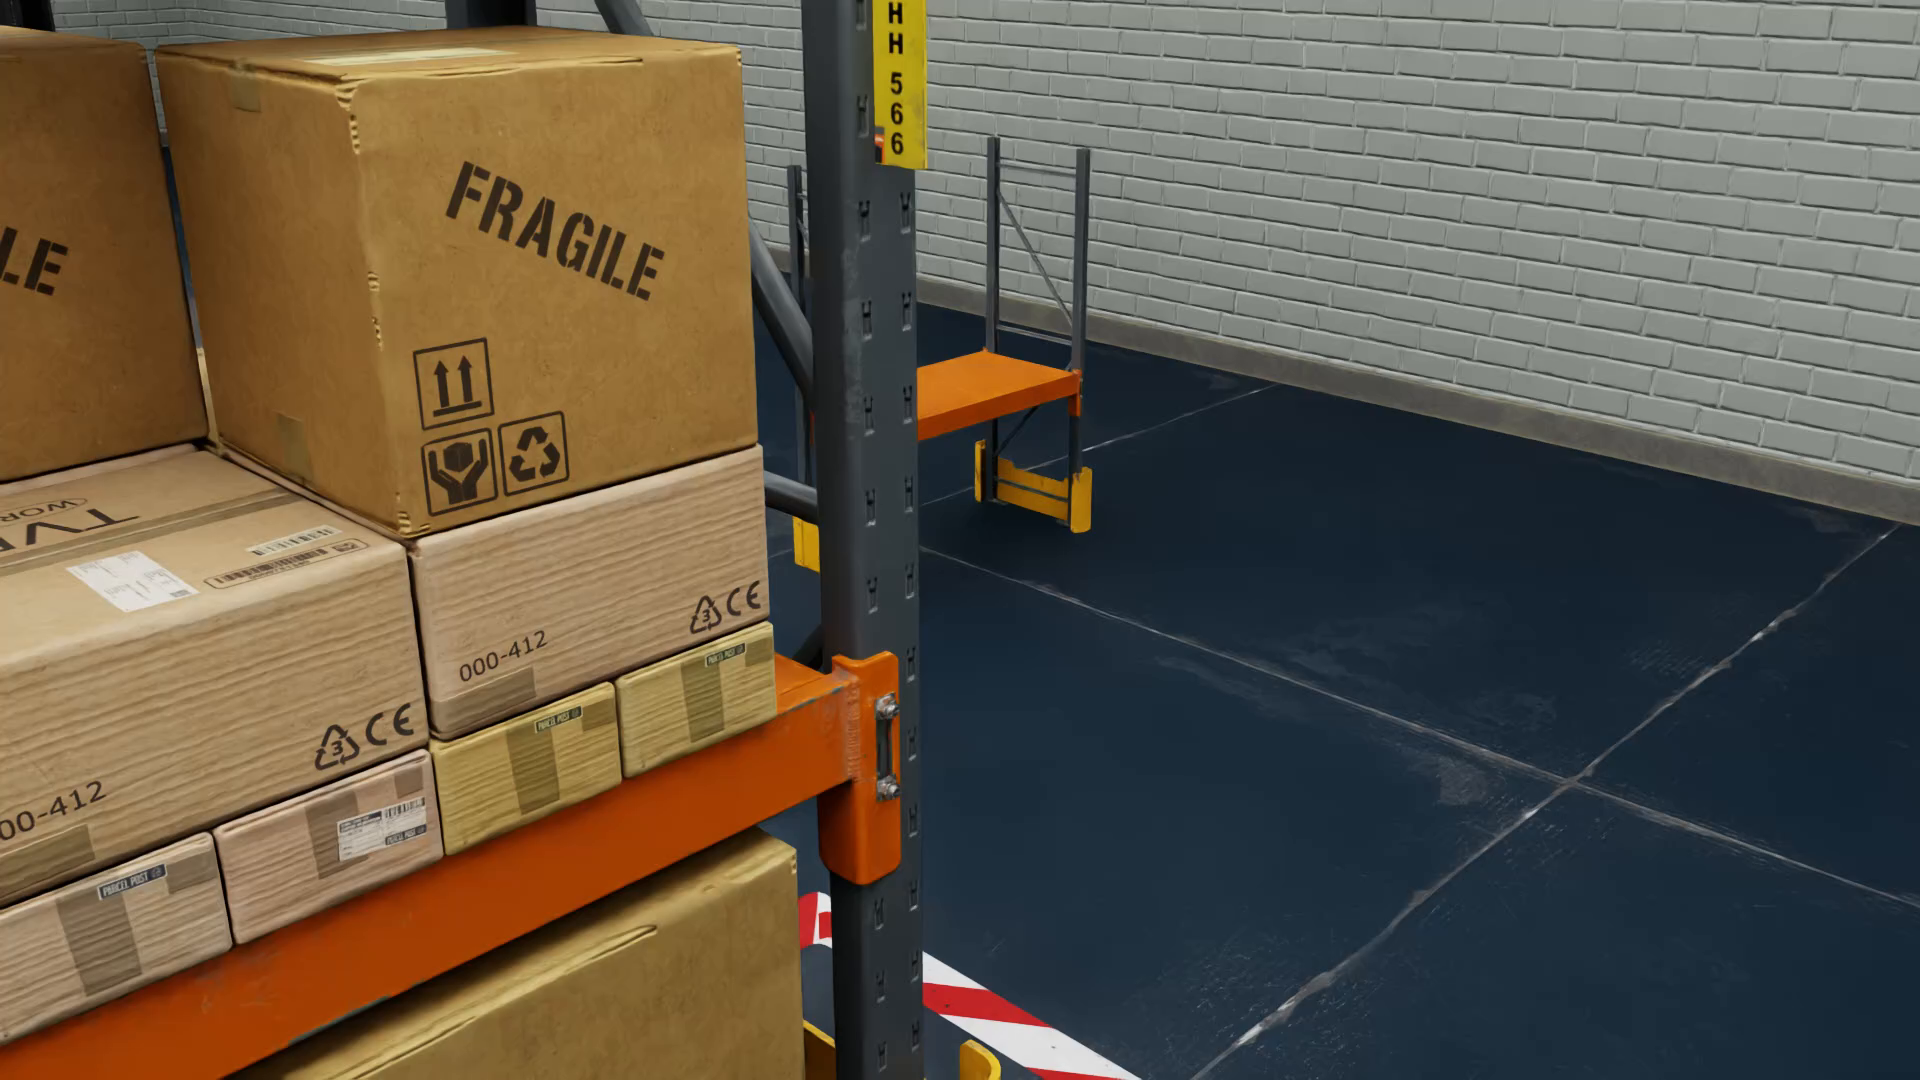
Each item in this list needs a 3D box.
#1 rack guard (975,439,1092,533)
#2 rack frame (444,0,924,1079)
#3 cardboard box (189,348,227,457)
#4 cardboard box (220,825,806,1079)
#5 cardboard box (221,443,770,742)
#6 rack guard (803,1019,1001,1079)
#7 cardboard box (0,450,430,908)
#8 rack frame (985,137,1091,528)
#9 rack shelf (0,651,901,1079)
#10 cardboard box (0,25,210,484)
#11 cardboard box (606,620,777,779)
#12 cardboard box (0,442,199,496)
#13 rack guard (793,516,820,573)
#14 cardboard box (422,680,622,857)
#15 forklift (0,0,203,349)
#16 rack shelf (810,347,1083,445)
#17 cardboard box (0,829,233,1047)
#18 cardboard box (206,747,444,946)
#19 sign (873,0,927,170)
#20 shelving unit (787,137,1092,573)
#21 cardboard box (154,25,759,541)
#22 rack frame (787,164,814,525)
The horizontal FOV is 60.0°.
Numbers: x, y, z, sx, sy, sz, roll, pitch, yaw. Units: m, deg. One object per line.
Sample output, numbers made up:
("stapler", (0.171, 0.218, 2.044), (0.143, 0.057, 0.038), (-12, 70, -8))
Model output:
("rack guard", (0.294, -0.225, 6.812), (0.587, 0.250, 0.087), (19, 28, 41))
("rack frame", (-0.459, -0.128, 2.727), (1.000, 3.000, 0.127), (19, 28, 41))
("cardboard box", (-0.987, -0.141, 2.555), (0.500, 0.250, 0.500), (18, 28, 39))
("cardboard box", (-0.848, 0.852, 2.553), (0.875, 0.875, 0.875), (19, 28, 41))
("cardboard box", (-0.607, -0.006, 2.204), (0.500, 0.250, 0.500), (19, 28, 40))
("rack guard", (-0.442, 1.033, 3.191), (1.175, 0.500, 0.348), (19, 28, 41))
("cardboard box", (-0.961, 0.124, 1.865), (0.500, 0.250, 0.500), (19, 28, 40))
("rack frame", (0.295, -0.809, 6.588), (0.500, 1.500, 0.032), (19, 28, 41))
("rack shelf", (-1.854, 0.722, 1.518), (1.077, 0.370, 4.000), (19, 28, 41))
("cardboard box", (-1.336, -0.363, 2.086), (0.500, 0.500, 0.500), (18, 28, 39))
("cardboard box", (-0.471, 0.163, 2.319), (0.250, 0.149, 0.380), (-20, 28, -41))
("cardboard box", (-1.345, -0.006, 2.203), (0.500, 0.250, 0.500), (19, 28, 40))
("rack guard", (-0.401, 0.031, 6.146), (0.587, 0.250, 0.087), (19, 28, 41))
("cardboard box", (-0.651, 0.230, 2.145), (0.380, 0.149, 0.250), (20, 28, 41))
("forklift", (-3.425, -0.936, 4.925), (3.031, 2.935, 1.130), (-7, 22, -18))
("rack shelf", (-0.060, -0.510, 6.313), (0.538, 0.185, 1.000), (19, 28, 41))
("cardboard box", (-1.003, 0.359, 1.810), (0.250, 0.149, 0.380), (-20, 28, -41))
("cardboard box", (-0.828, 0.295, 1.976), (0.380, 0.149, 0.250), (19, 28, 41))
("sign", (-0.080, -0.640, 2.114), (0.100, 0.325, 0.005), (19, 28, 41))
("shelving unit", (-0.053, -0.680, 6.255), (0.587, 1.500, 1.083), (19, 28, 41))
("cardboard box", (-0.610, -0.356, 2.069), (0.500, 0.500, 0.500), (20, 29, 41))
("rack frame", (-0.414, -0.547, 5.908), (0.500, 1.500, 0.032), (19, 28, 41))
